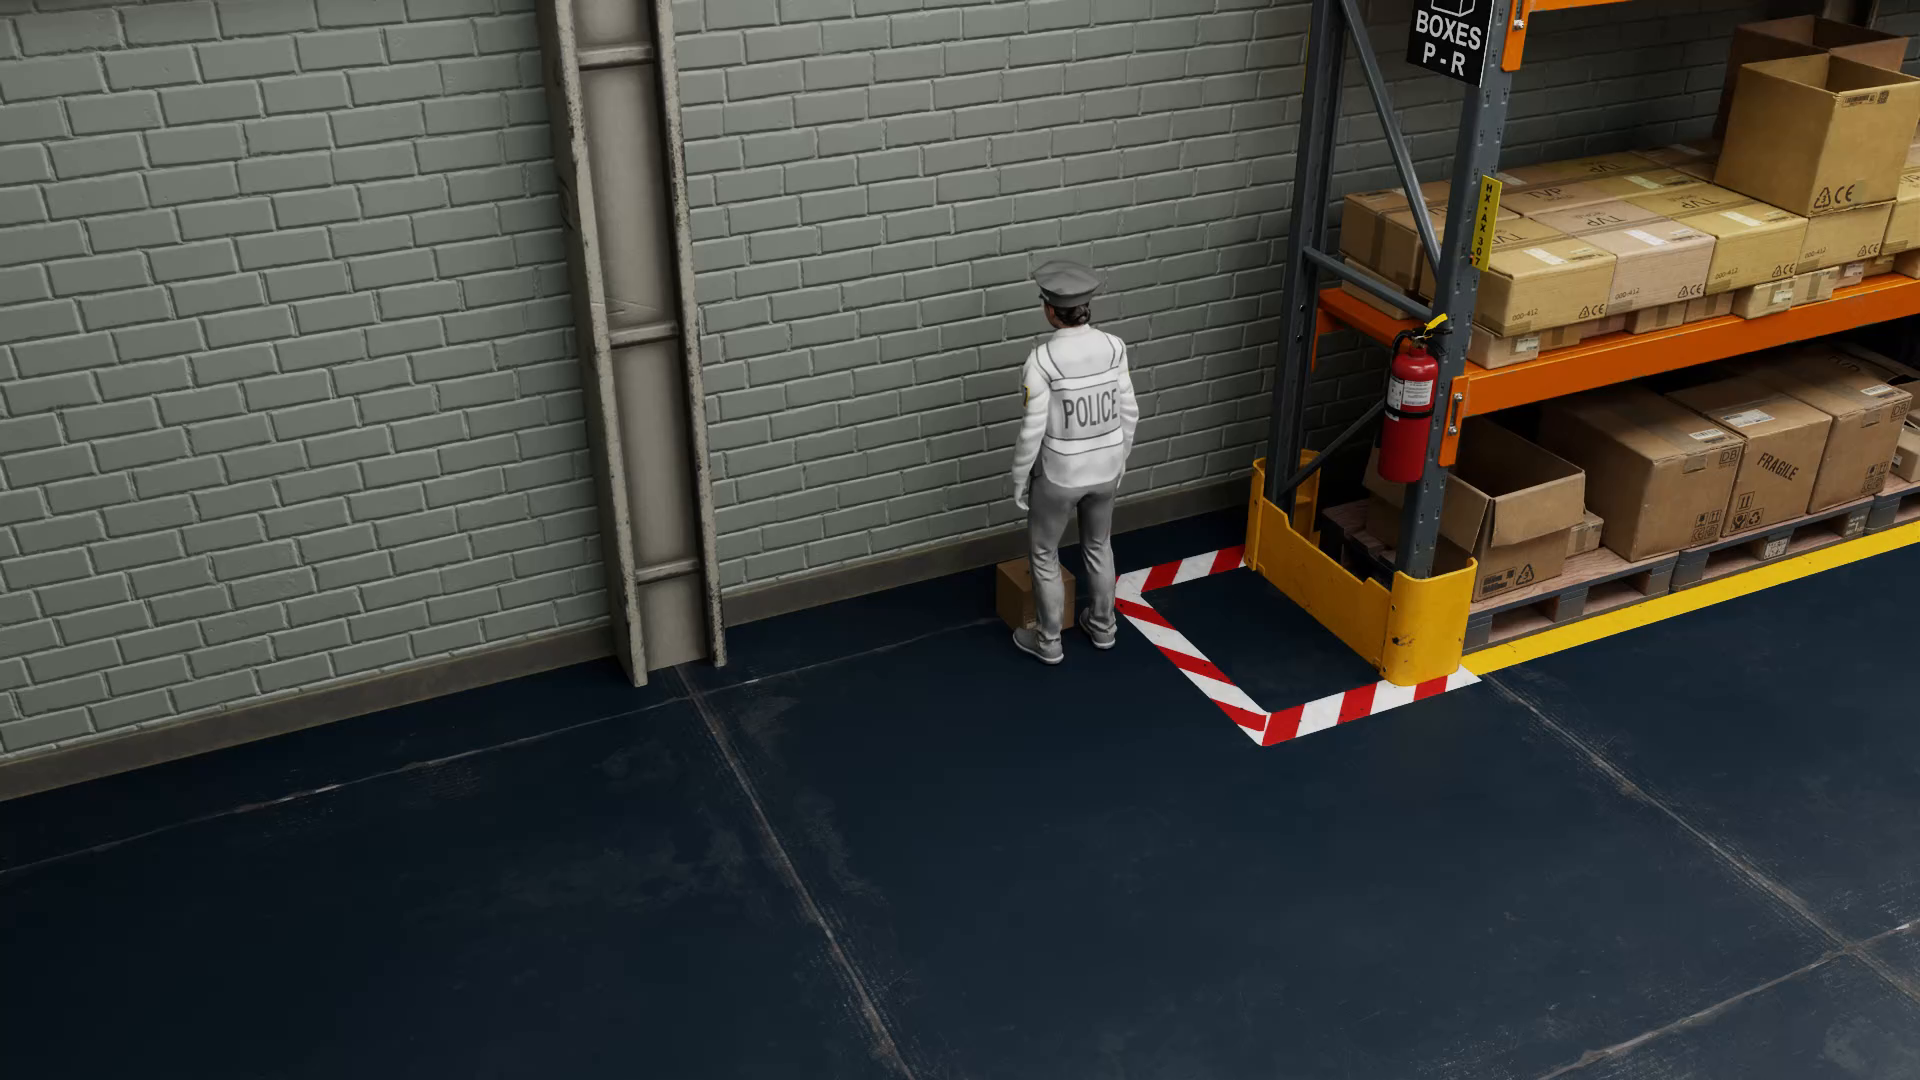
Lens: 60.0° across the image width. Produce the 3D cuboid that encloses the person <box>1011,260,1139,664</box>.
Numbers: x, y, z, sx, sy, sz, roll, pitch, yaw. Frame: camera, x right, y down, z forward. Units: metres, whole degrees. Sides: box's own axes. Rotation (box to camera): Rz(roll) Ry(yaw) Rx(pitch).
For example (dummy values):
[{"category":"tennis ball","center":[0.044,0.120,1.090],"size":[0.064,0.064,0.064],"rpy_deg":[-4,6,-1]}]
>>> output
[{"category":"person","center":[0.443,-0.271,6.602],"size":[0.526,1.663,0.376],"rpy_deg":[-13,32,-22]}]
